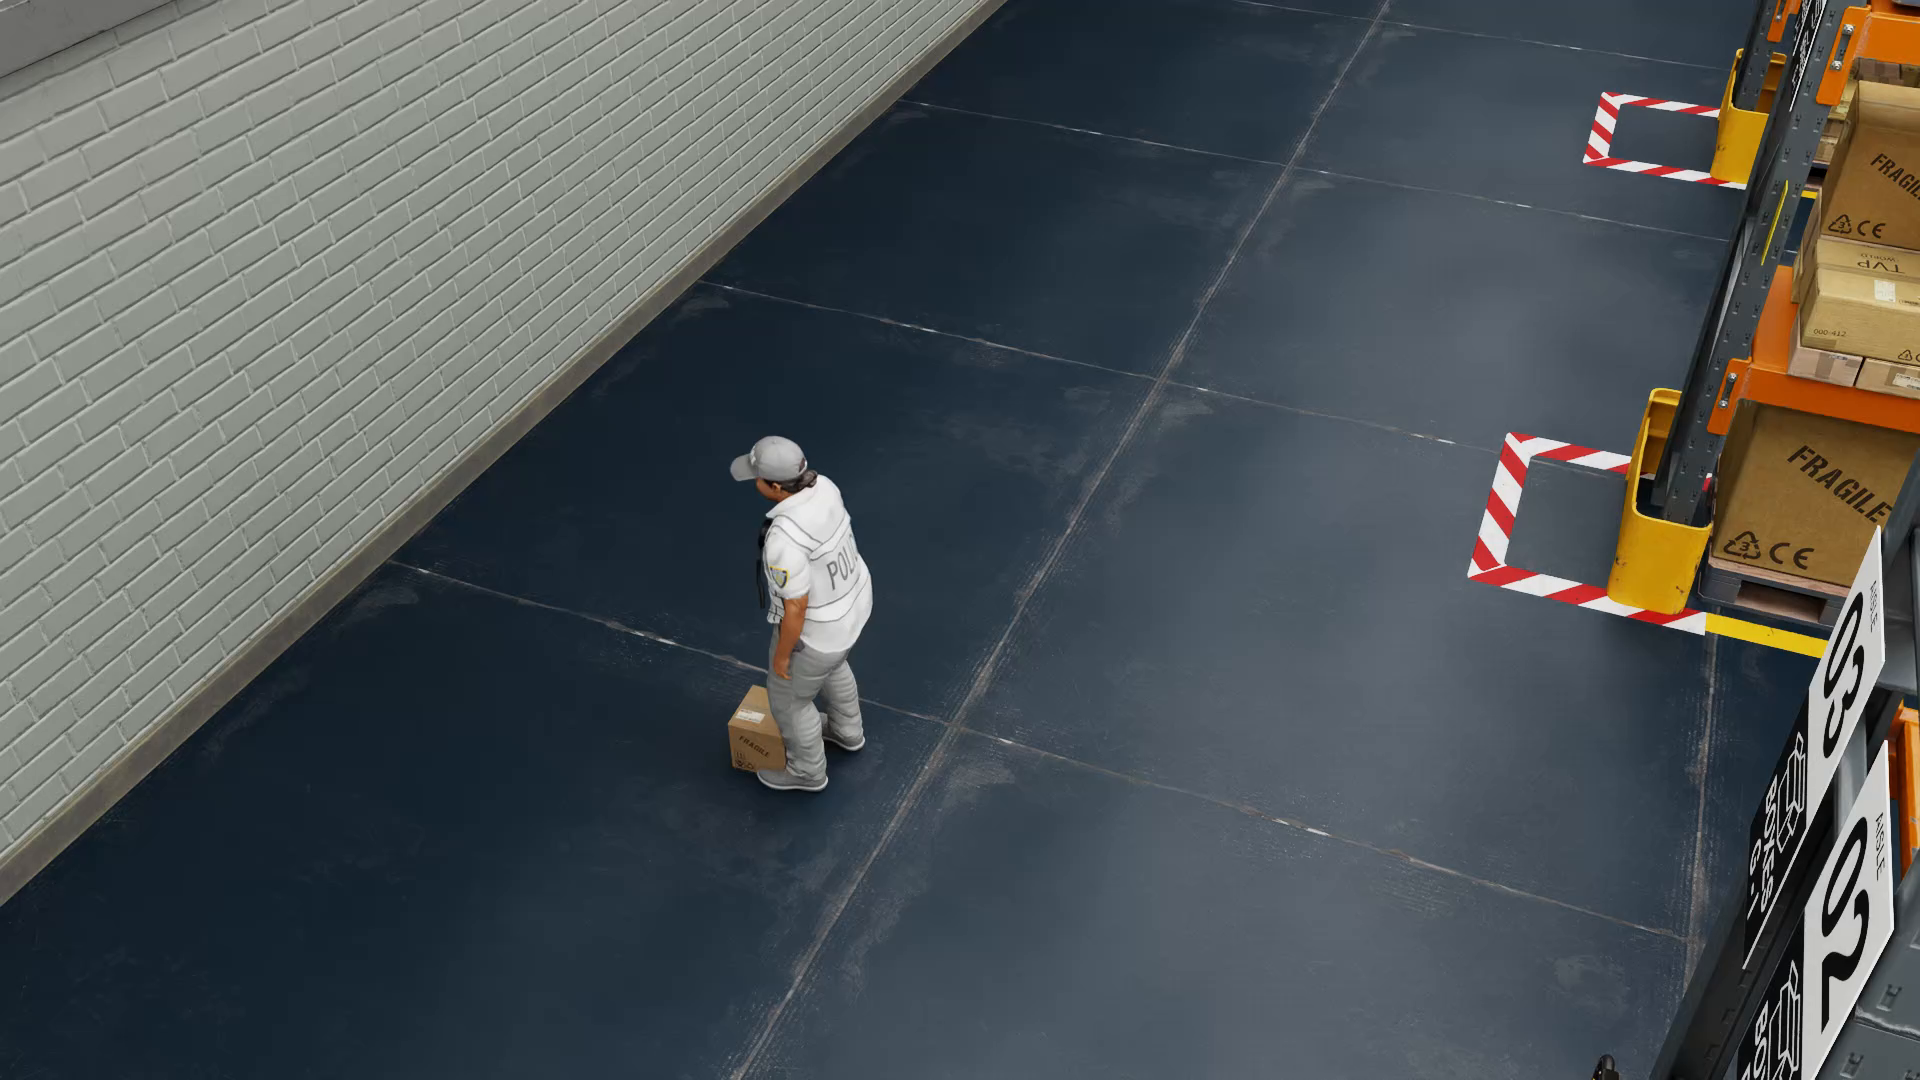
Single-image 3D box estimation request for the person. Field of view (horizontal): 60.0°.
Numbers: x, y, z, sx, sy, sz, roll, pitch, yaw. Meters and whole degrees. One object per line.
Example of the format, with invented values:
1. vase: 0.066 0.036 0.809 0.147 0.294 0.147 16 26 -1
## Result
1. person: -0.590 0.292 6.436 0.470 1.665 0.560 12 39 15
